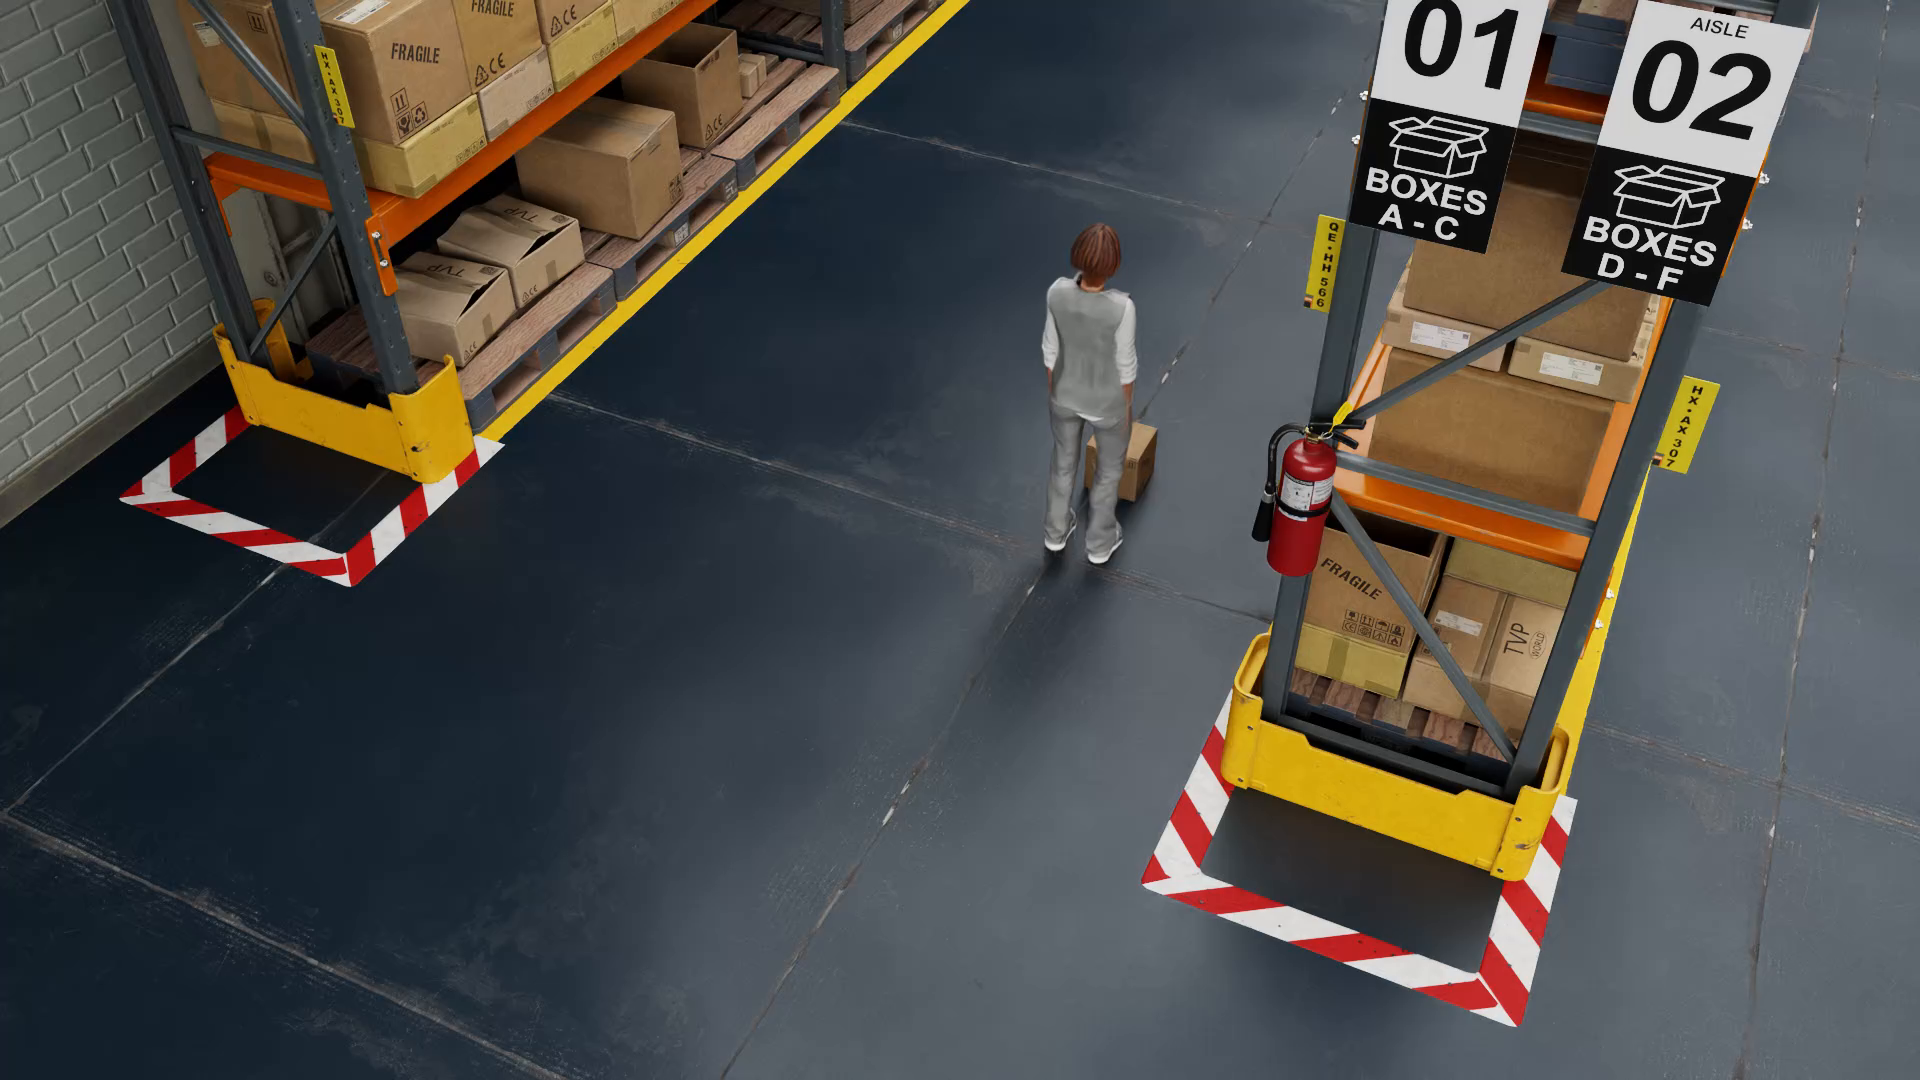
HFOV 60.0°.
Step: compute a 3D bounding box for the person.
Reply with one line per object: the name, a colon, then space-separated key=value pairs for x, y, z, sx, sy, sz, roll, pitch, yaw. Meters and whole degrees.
person: x=0.518 y=-0.584 z=6.809 sx=0.407 sy=1.594 sz=0.299 roll=18 pitch=46 yaw=19
